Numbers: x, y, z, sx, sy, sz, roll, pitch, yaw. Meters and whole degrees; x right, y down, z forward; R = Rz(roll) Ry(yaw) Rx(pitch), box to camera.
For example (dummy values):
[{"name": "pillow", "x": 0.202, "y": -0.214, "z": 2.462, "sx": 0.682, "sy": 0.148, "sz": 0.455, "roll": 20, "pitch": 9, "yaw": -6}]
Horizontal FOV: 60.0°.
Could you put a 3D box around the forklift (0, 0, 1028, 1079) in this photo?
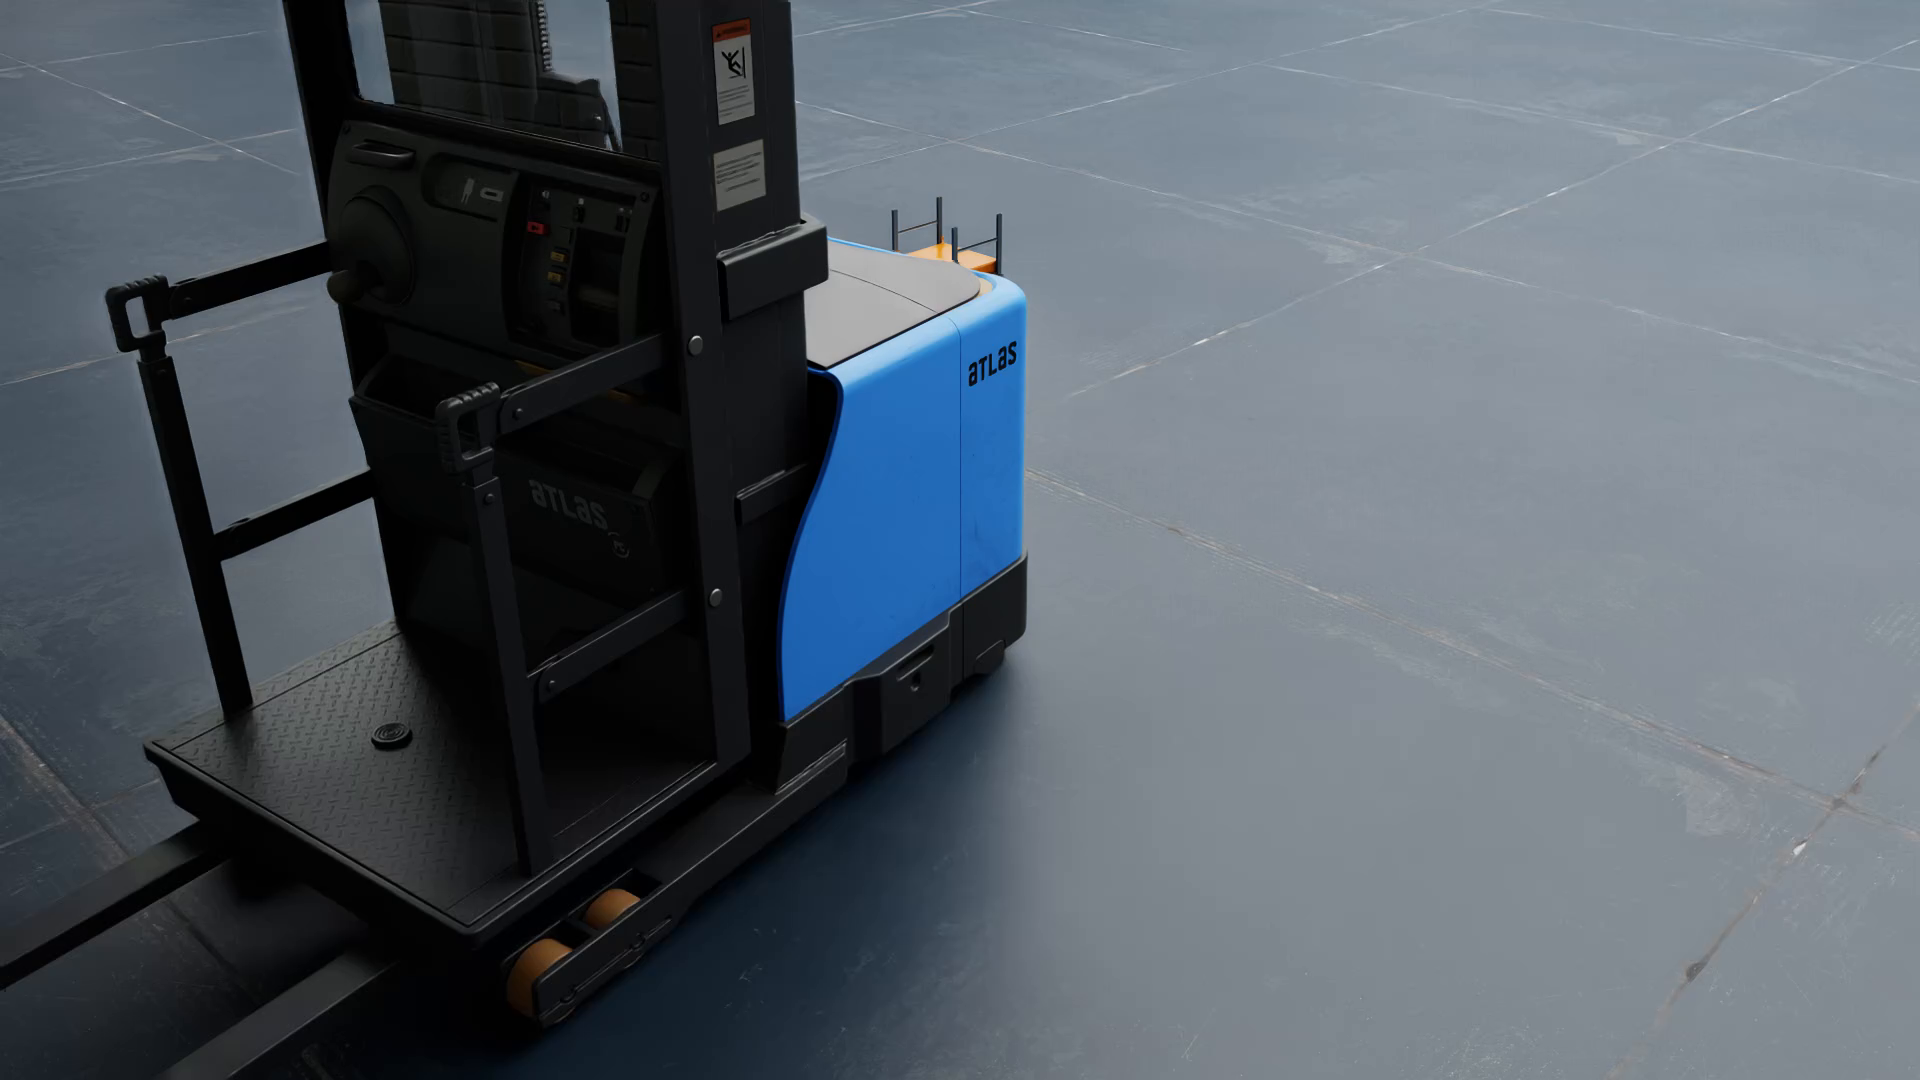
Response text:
[{"name": "forklift", "x": -1.078, "y": -0.571, "z": 3.186, "sx": 1.130, "sy": 2.935, "sz": 3.031, "roll": 18, "pitch": 33, "yaw": 31}]

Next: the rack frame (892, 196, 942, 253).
[{"name": "rack frame", "x": -0.125, "y": -0.522, "z": 5.115, "sx": 0.008, "sy": 1.050, "sz": 0.200, "roll": 25, "pitch": 36, "yaw": 38}]

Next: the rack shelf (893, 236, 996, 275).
[{"name": "rack shelf", "x": -0.038, "y": -0.724, "z": 4.912, "sx": 0.240, "sy": 0.259, "sz": 0.215, "roll": 25, "pitch": 36, "yaw": 38}]

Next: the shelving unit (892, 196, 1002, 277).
[{"name": "shelving unit", "x": -0.038, "y": -0.482, "z": 5.039, "sx": 0.252, "sy": 1.050, "sz": 0.215, "roll": 25, "pitch": 36, "yaw": 38}]

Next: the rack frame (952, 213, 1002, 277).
[{"name": "rack frame", "x": 0.049, "y": -0.442, "z": 4.963, "sx": 0.008, "sy": 1.050, "sz": 0.200, "roll": 25, "pitch": 36, "yaw": 38}]
